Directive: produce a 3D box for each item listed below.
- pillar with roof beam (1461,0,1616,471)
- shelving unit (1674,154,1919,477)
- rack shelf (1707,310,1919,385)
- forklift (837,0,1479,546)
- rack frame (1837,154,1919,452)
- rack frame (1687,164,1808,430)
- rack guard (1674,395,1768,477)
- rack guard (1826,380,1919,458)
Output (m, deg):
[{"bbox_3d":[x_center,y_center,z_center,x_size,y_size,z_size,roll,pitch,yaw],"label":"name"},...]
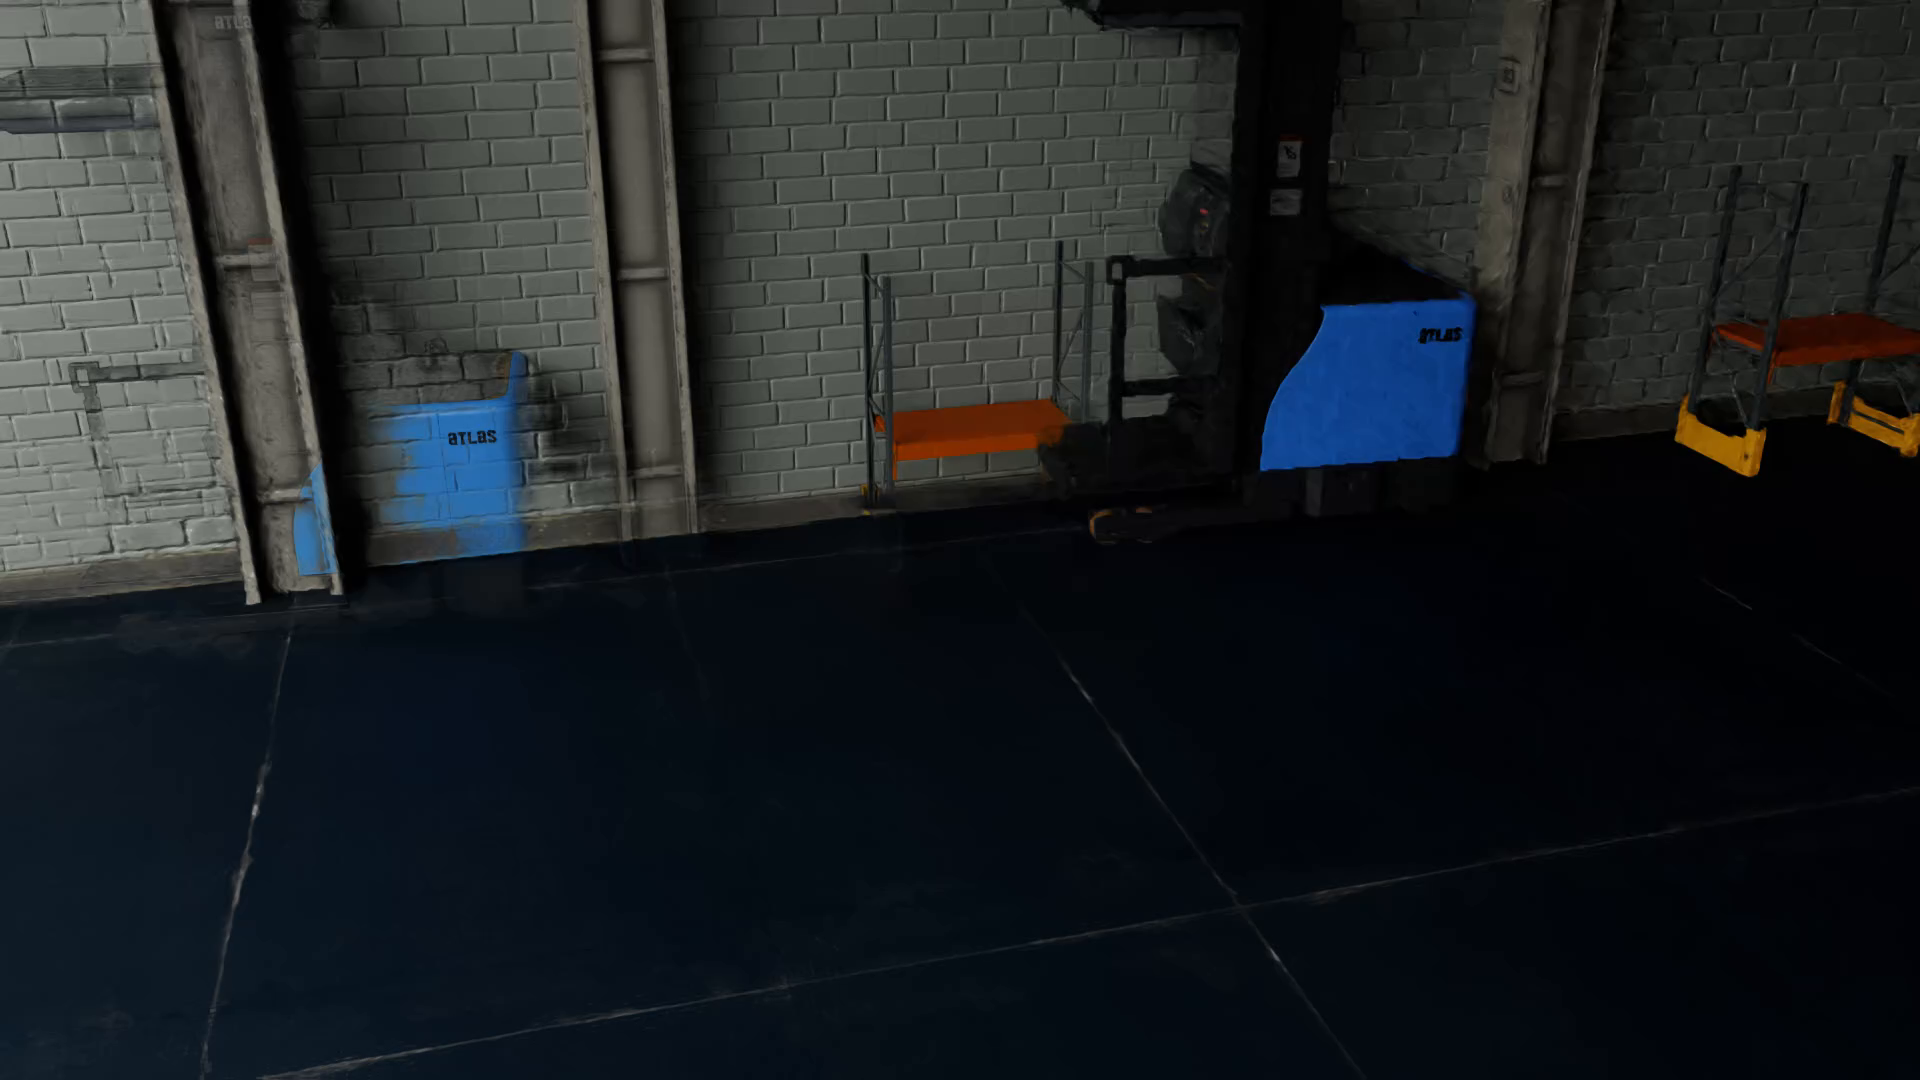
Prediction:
[{"bbox_3d":[-0.397,-2.455,3.060,0.400,9.000,9.100,-6,24,-14],"label":"pillar with roof beam"},{"bbox_3d":[0.073,-0.697,8.473,1.083,1.500,0.587,-6,24,-14],"label":"shelving unit"},{"bbox_3d":[0.082,-0.533,8.546,1.000,0.185,0.538,-6,24,-14],"label":"rack shelf"},{"bbox_3d":[-3.557,-1.061,7.505,3.031,2.935,1.130,-5,24,-11],"label":"forklift"},{"bbox_3d":[0.572,-0.752,8.602,0.032,1.500,0.500,-6,24,-14],"label":"rack frame"},{"bbox_3d":[-0.407,-0.644,8.349,0.032,1.500,0.500,-6,24,-14],"label":"rack frame"},{"bbox_3d":[-0.406,-0.070,8.596,0.087,0.250,0.587,-6,24,-14],"label":"rack guard"},{"bbox_3d":[0.553,-0.176,8.843,0.087,0.250,0.587,-6,24,-14],"label":"rack guard"}]
